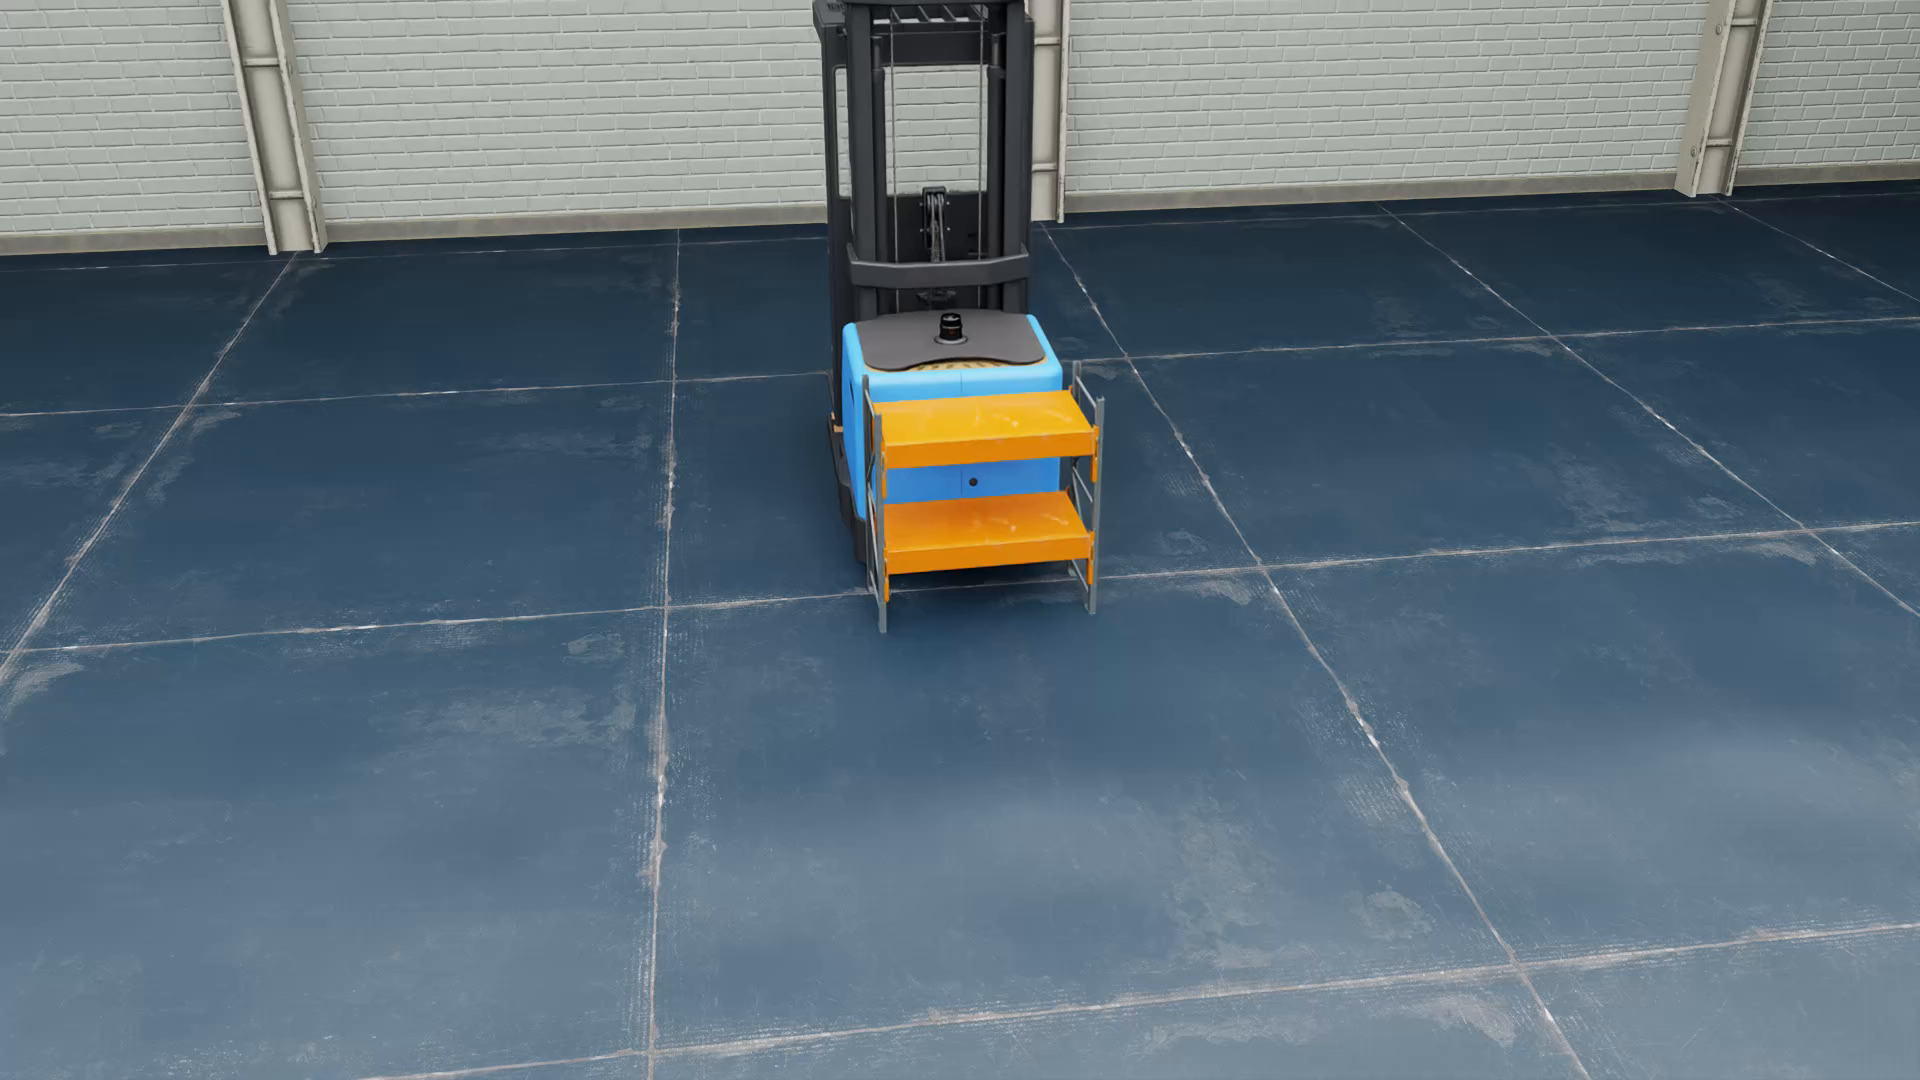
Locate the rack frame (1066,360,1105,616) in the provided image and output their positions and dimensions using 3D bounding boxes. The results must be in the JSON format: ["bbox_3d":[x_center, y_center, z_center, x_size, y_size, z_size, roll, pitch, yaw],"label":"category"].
[{"bbox_3d":[0.598,-0.247,7.998,0.032,1.125,0.500,-5,28,-9],"label":"rack frame"}]

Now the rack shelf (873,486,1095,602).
[{"bbox_3d":[0.097,0.011,8.032,1.000,0.278,0.538,-5,28,-9],"label":"rack shelf"}]

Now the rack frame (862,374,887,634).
[{"bbox_3d":[-0.404,-0.167,7.843,0.032,1.125,0.500,-5,28,-9],"label":"rack frame"}]

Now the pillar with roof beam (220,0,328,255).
[{"bbox_3d":[-4.685,-4.394,7.456,0.400,9.000,9.100,-4,27,-7],"label":"pillar with roof beam"}]

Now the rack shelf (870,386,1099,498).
[{"bbox_3d":[0.097,-0.467,7.787,1.000,0.278,0.538,-5,28,-9],"label":"rack shelf"}]

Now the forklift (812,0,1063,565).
[{"bbox_3d":[-0.198,-1.824,9.094,1.130,2.935,3.031,-4,27,-7],"label":"forklift"}]

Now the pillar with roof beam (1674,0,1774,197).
[{"bbox_3d":[7.198,-5.157,8.944,0.400,9.000,9.100,-4,27,-7],"label":"pillar with roof beam"}]

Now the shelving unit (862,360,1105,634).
[{"bbox_3d":[0.097,-0.207,7.921,1.048,1.125,0.538,-5,28,-9],"label":"shelving unit"}]

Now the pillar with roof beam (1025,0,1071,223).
[{"bbox_3d":[1.256,-4.776,8.200,0.400,9.000,9.100,-4,27,-7],"label":"pillar with roof beam"}]
